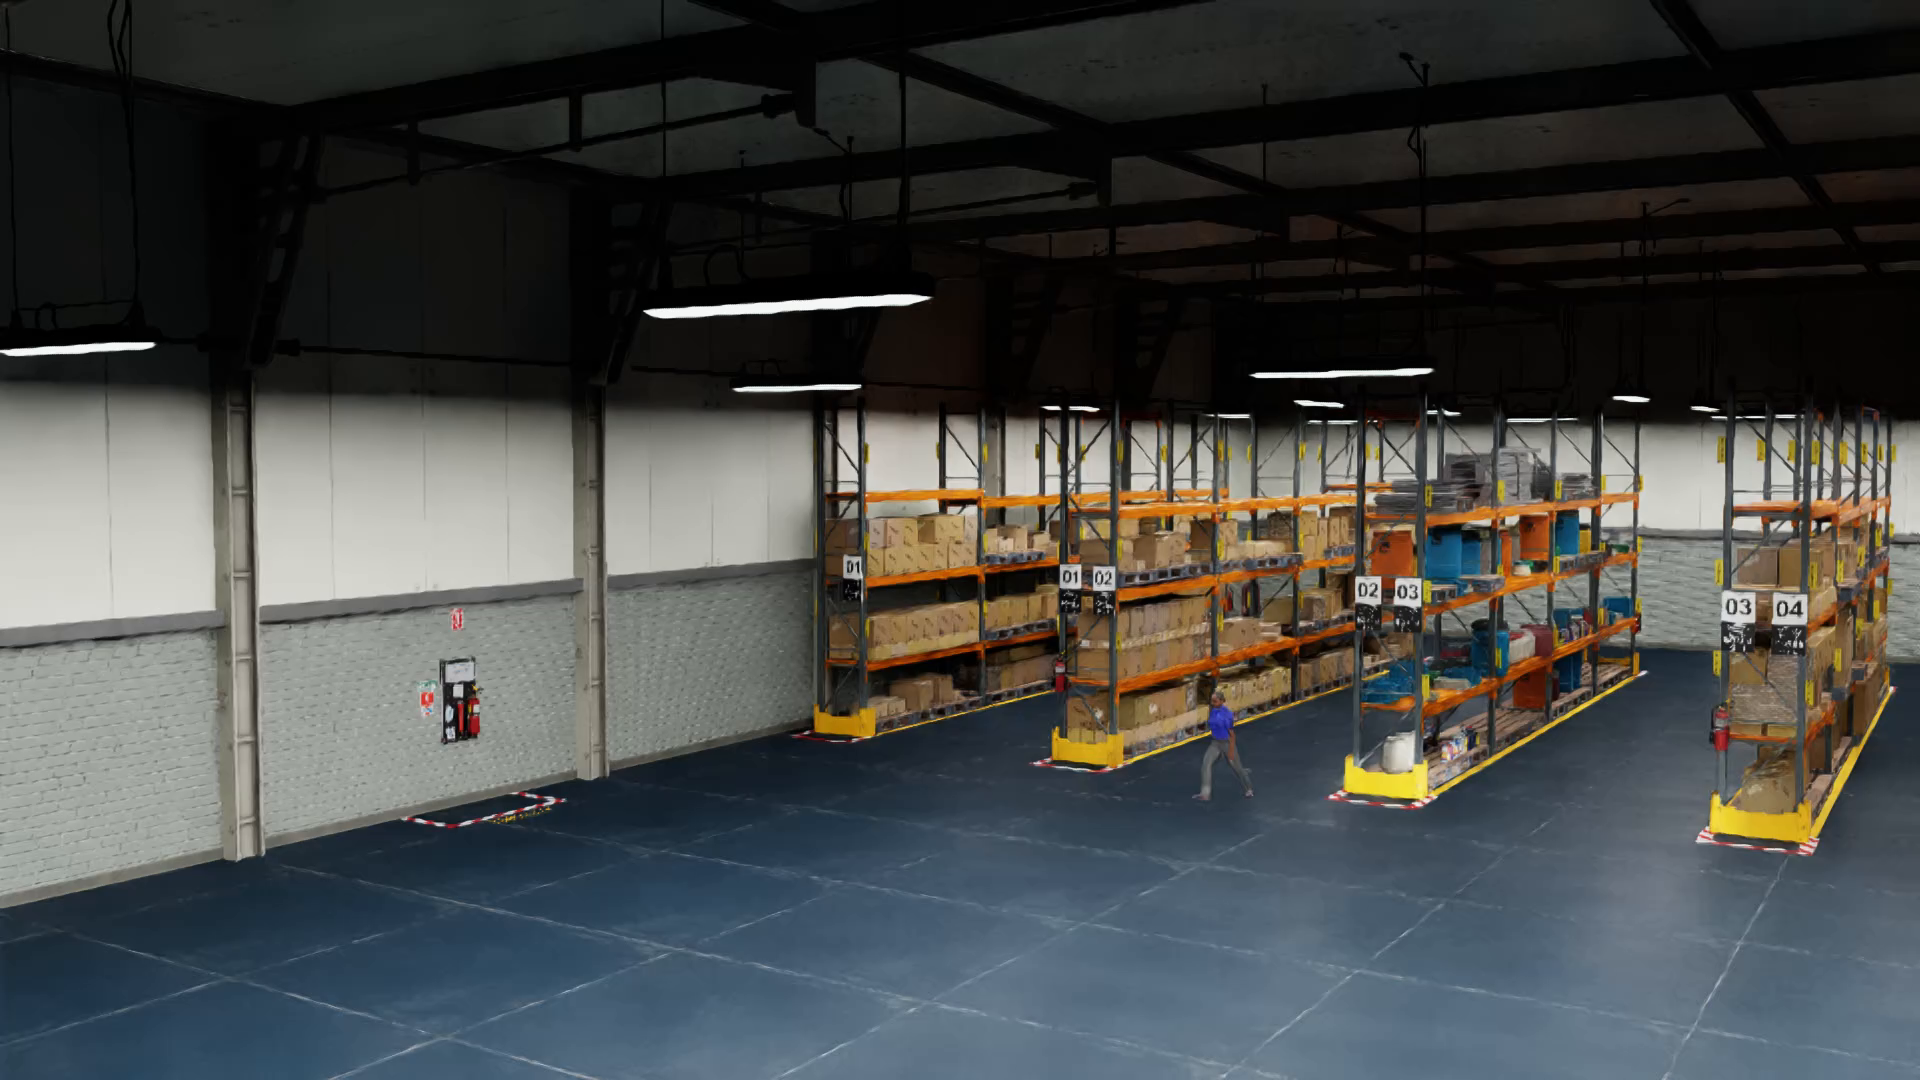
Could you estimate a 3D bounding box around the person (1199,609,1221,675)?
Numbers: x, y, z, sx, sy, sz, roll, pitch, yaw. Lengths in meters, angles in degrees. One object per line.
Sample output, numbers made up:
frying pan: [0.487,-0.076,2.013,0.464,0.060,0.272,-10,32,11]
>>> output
person: [5.315,2.297,35.313,0.682,1.715,0.542,2,3,30]

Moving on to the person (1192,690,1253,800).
person: [3.809,3.002,23.917,0.943,1.483,0.502,-2,4,-36]

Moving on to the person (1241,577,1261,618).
person: [7.718,1.777,44.633,0.762,1.774,0.498,-1,3,-11]
